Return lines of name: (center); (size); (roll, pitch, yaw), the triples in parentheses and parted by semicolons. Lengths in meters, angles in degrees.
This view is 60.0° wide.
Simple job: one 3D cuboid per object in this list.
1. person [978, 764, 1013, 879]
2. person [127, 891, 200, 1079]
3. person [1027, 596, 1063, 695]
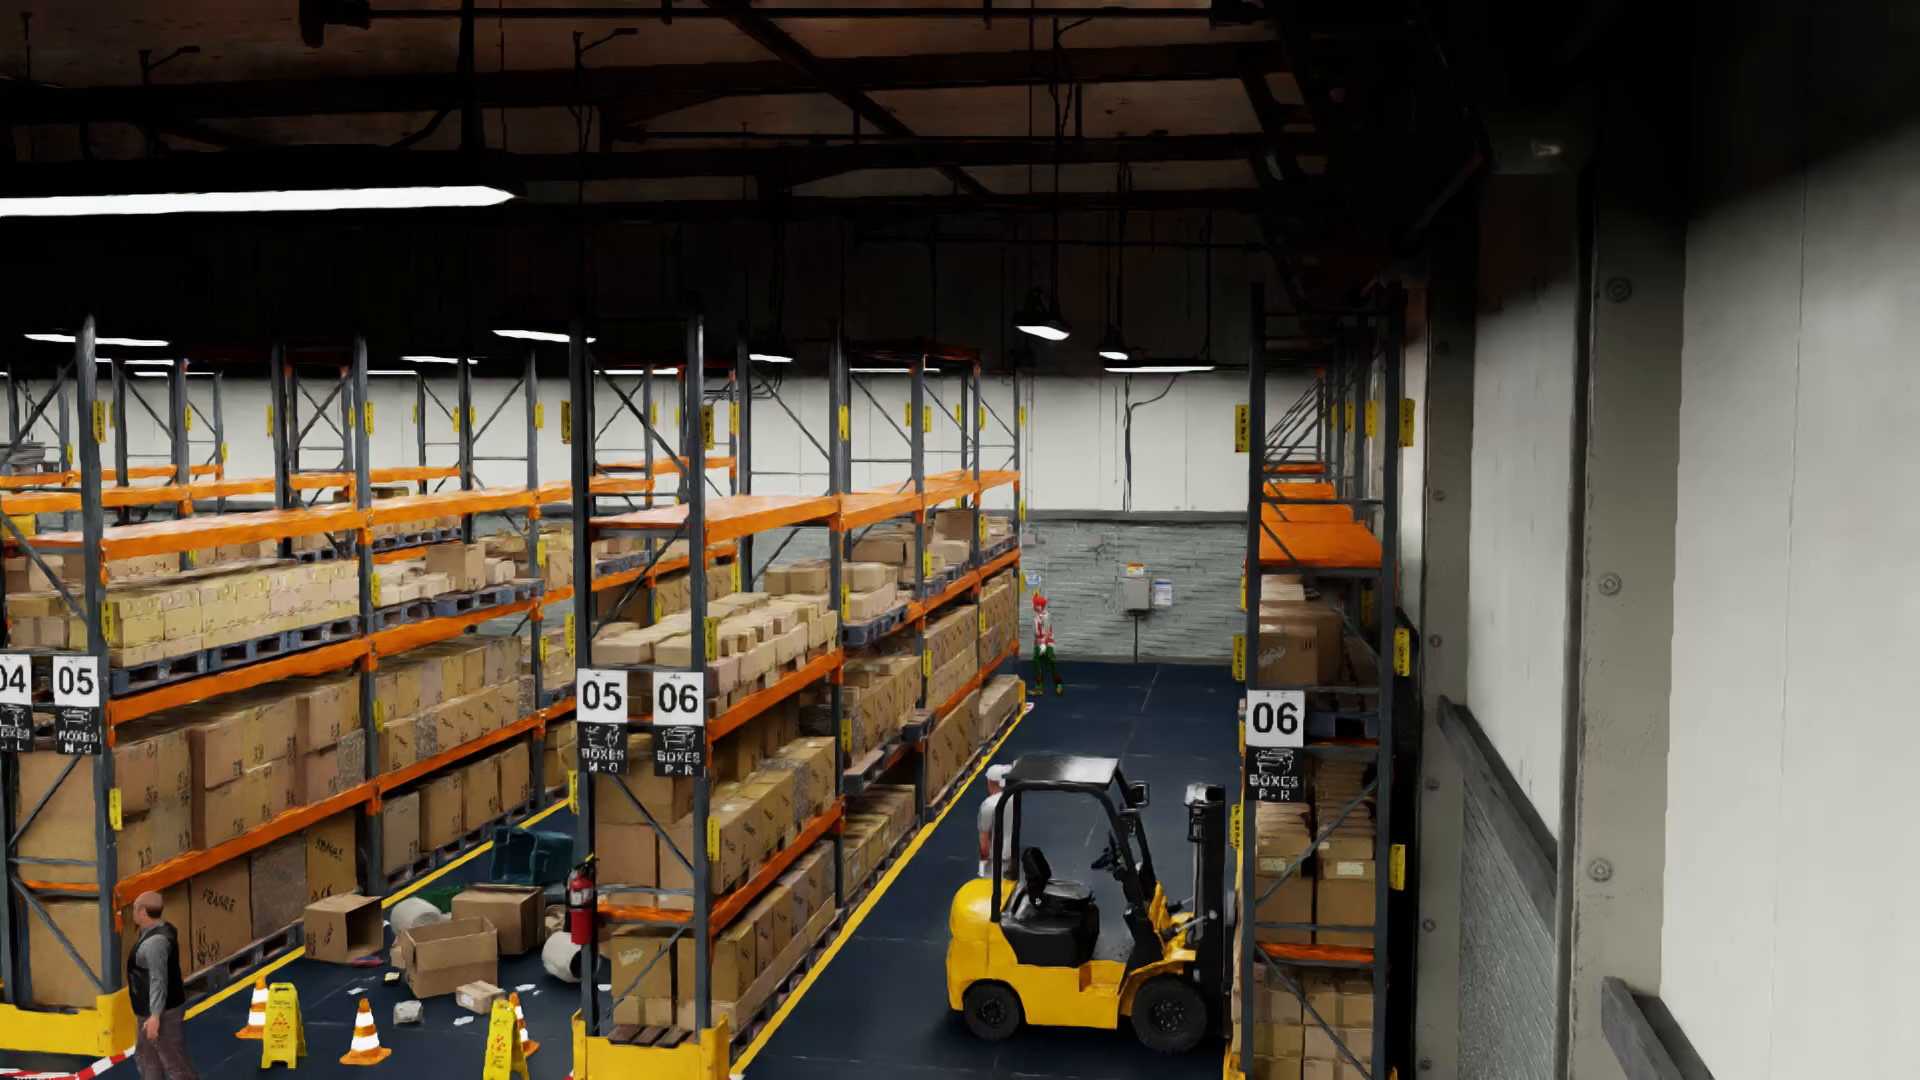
person: (0.296, 2.996, 15.689); (0.501, 1.789, 0.610); (3, 6, 34)
person: (-5.709, 3.361, 11.897); (0.571, 1.716, 0.578); (-2, 5, -24)
person: (1.527, 1.890, 29.816); (0.618, 1.784, 0.567); (-2, 5, -22)
